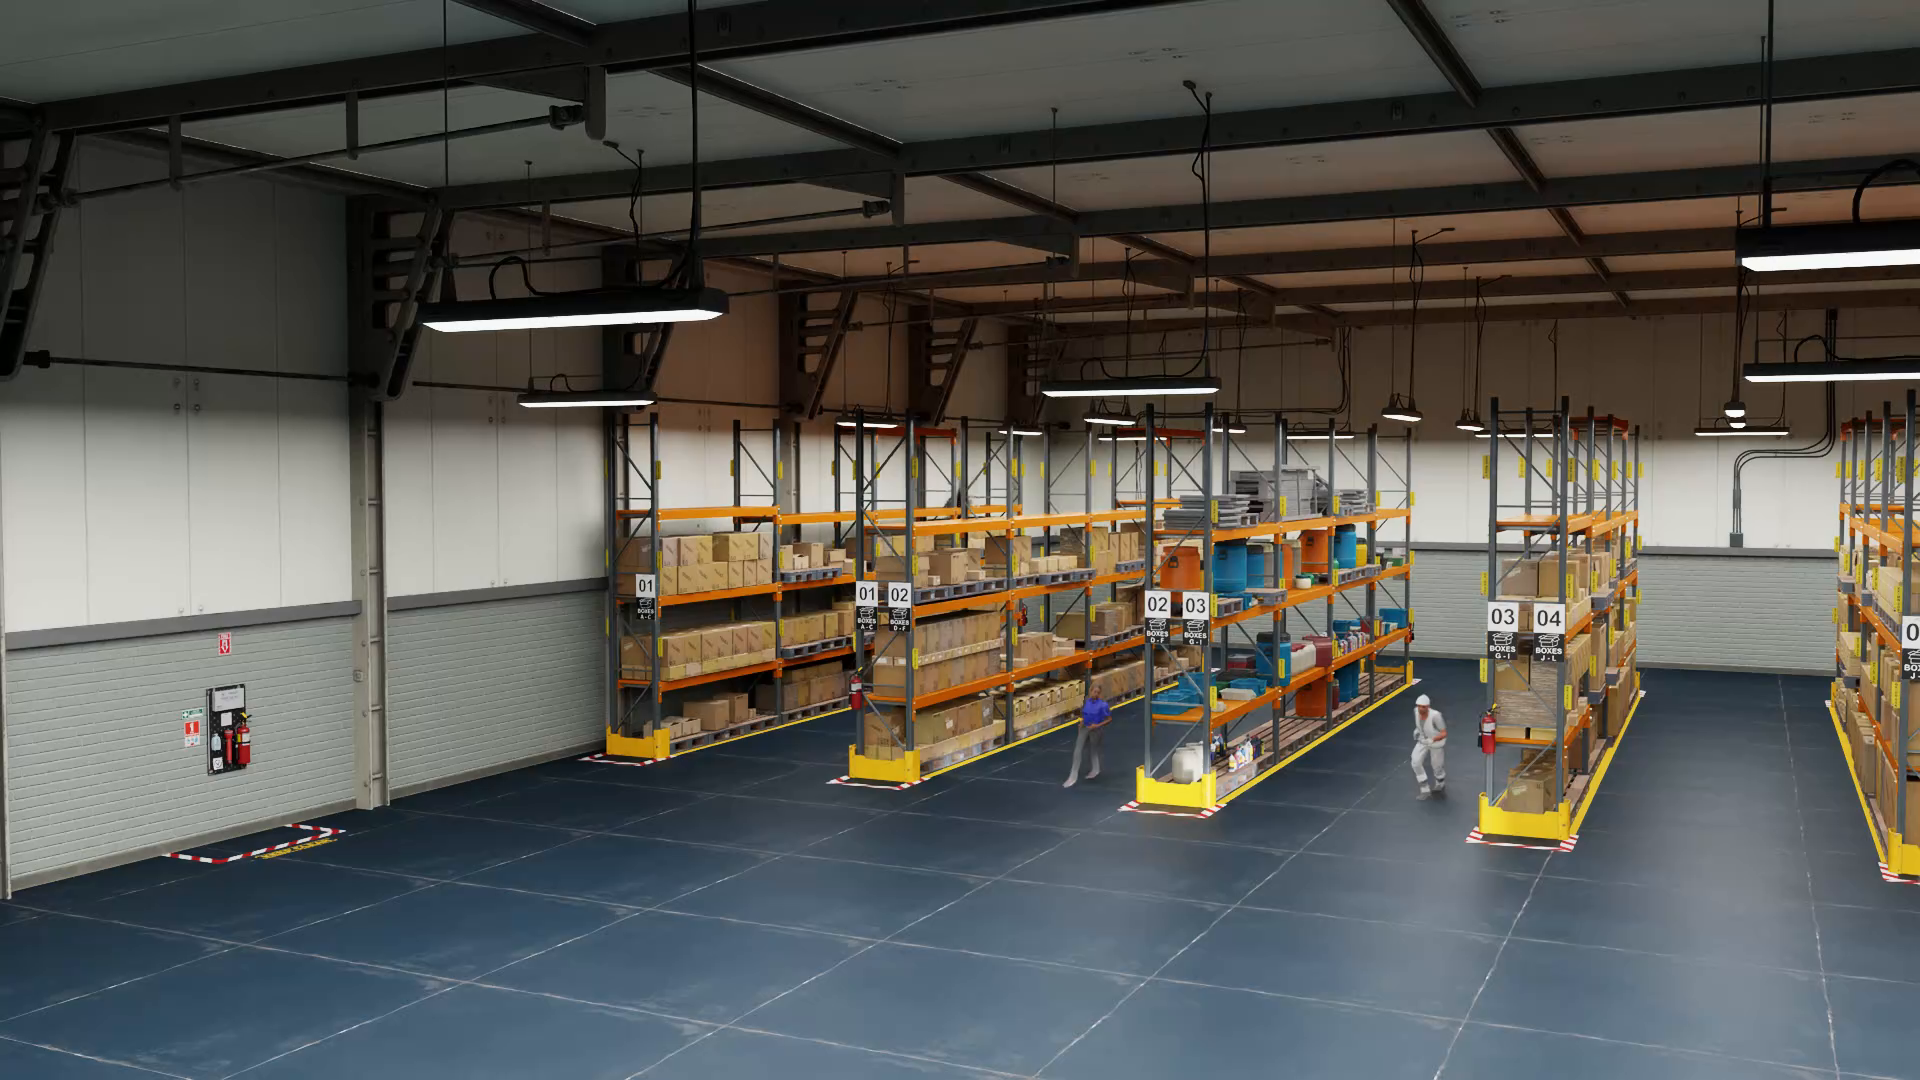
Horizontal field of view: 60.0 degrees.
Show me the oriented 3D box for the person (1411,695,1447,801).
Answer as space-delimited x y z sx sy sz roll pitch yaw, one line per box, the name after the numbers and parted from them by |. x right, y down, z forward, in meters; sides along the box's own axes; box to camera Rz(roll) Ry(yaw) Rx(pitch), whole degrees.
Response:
7.157 3.109 25.235 0.687 1.606 1.098 2 3 41 | person

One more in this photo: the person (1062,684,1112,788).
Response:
2.109 3.085 26.423 0.712 1.632 0.842 1 3 29 | person

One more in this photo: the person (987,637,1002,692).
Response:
0.771 2.747 37.405 0.576 1.456 0.789 -1 2 -13 | person
